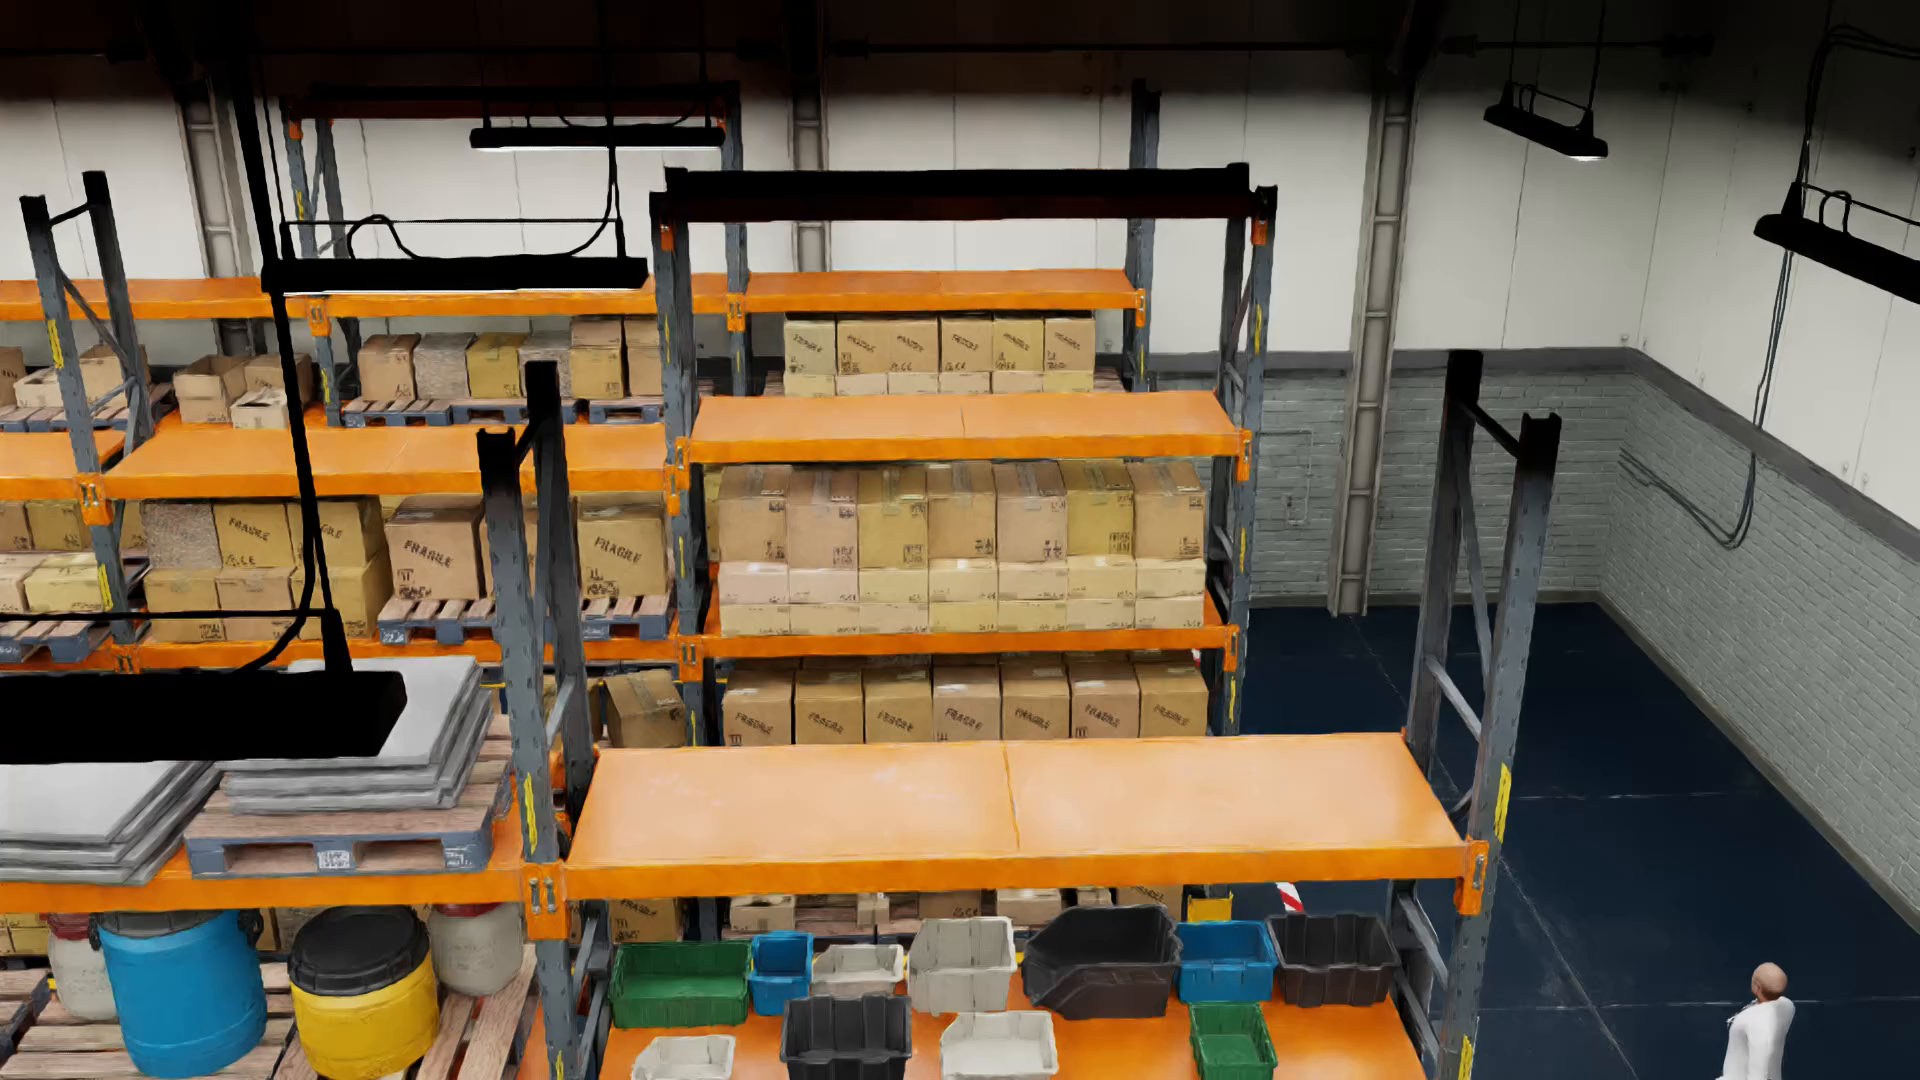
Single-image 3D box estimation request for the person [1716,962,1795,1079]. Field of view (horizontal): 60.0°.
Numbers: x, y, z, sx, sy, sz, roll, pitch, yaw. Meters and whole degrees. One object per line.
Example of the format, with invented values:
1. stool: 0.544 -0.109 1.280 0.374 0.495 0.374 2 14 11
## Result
1. person: 4.907 3.429 10.325 0.679 1.763 0.537 -16 27 -34
